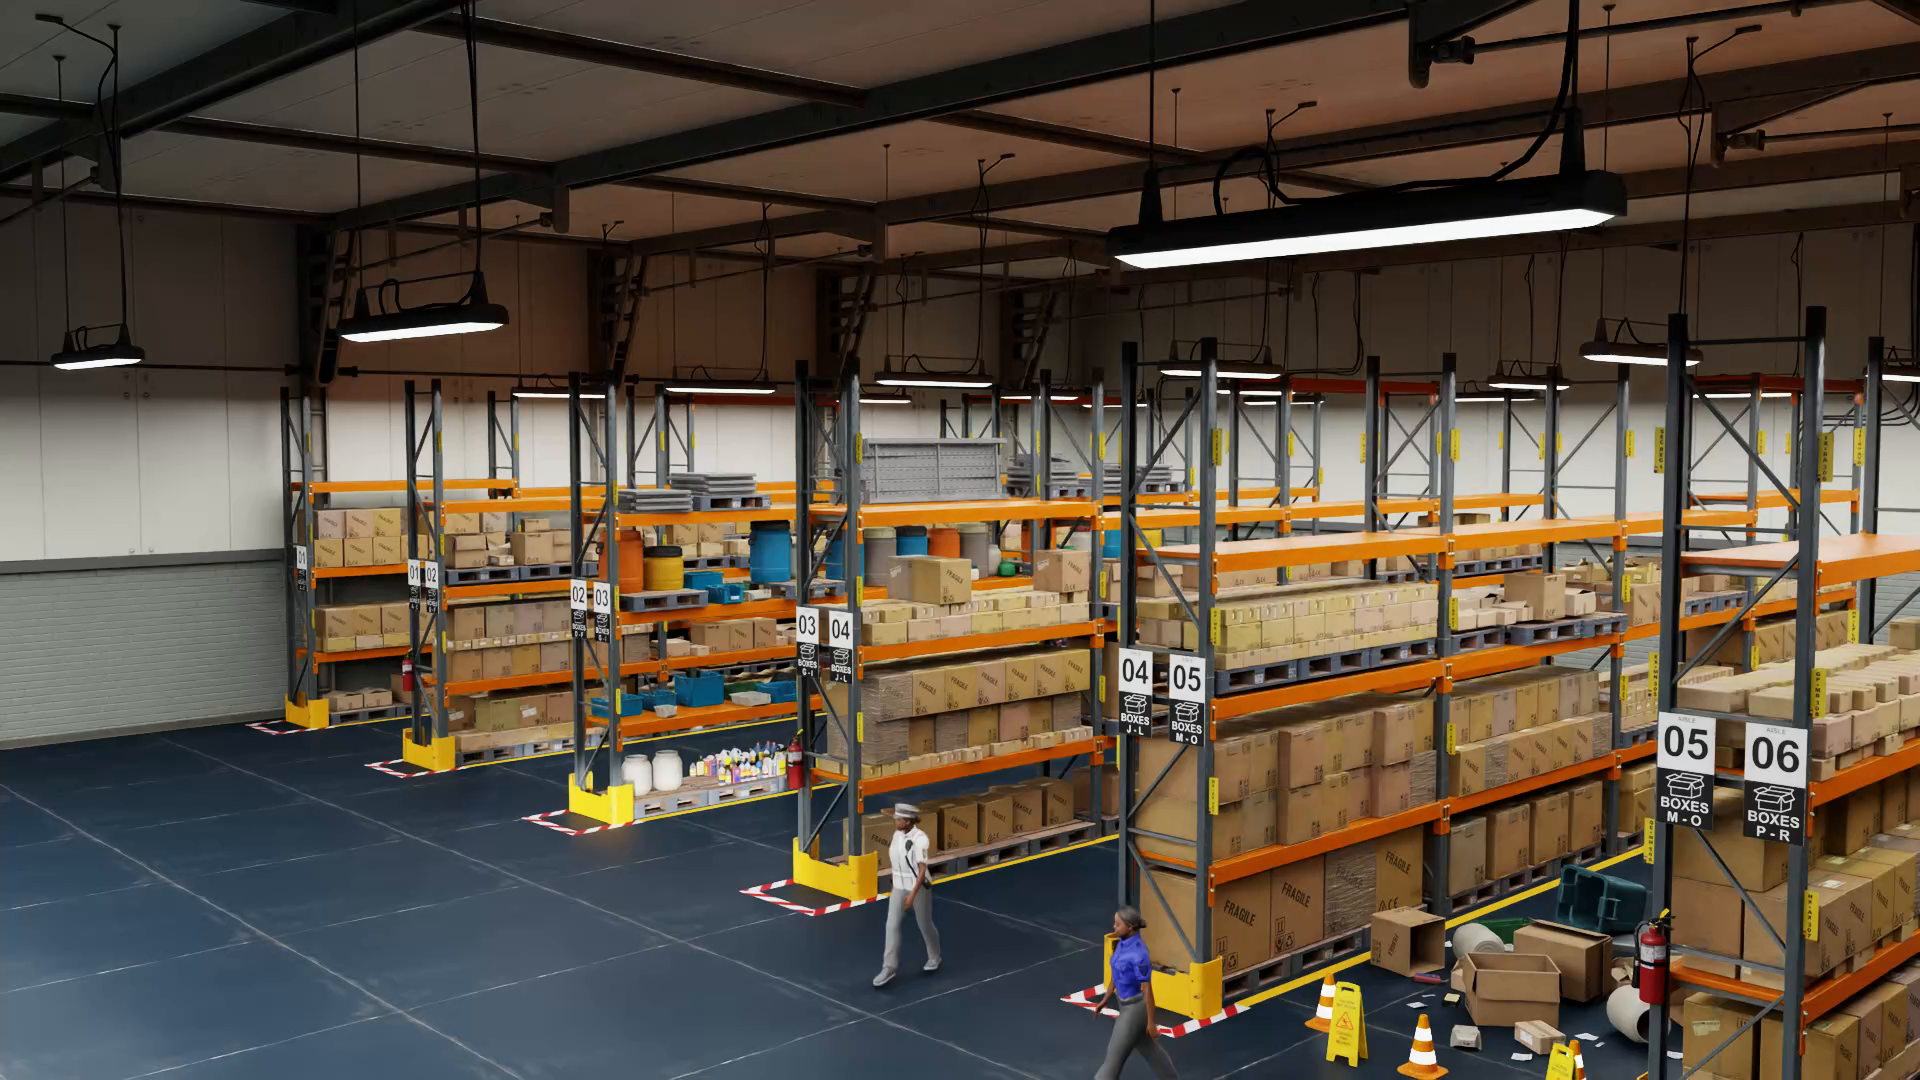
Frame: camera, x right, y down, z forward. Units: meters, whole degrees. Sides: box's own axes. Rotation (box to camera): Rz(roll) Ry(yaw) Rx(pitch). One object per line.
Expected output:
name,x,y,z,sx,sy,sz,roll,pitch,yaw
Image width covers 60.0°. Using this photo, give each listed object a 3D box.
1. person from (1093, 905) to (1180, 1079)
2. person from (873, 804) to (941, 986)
person,1.215,3.543,12.571,1.063,1.595,0.473,0,4,-3
person,-0.506,3.315,15.775,0.474,1.637,0.892,3,4,35
